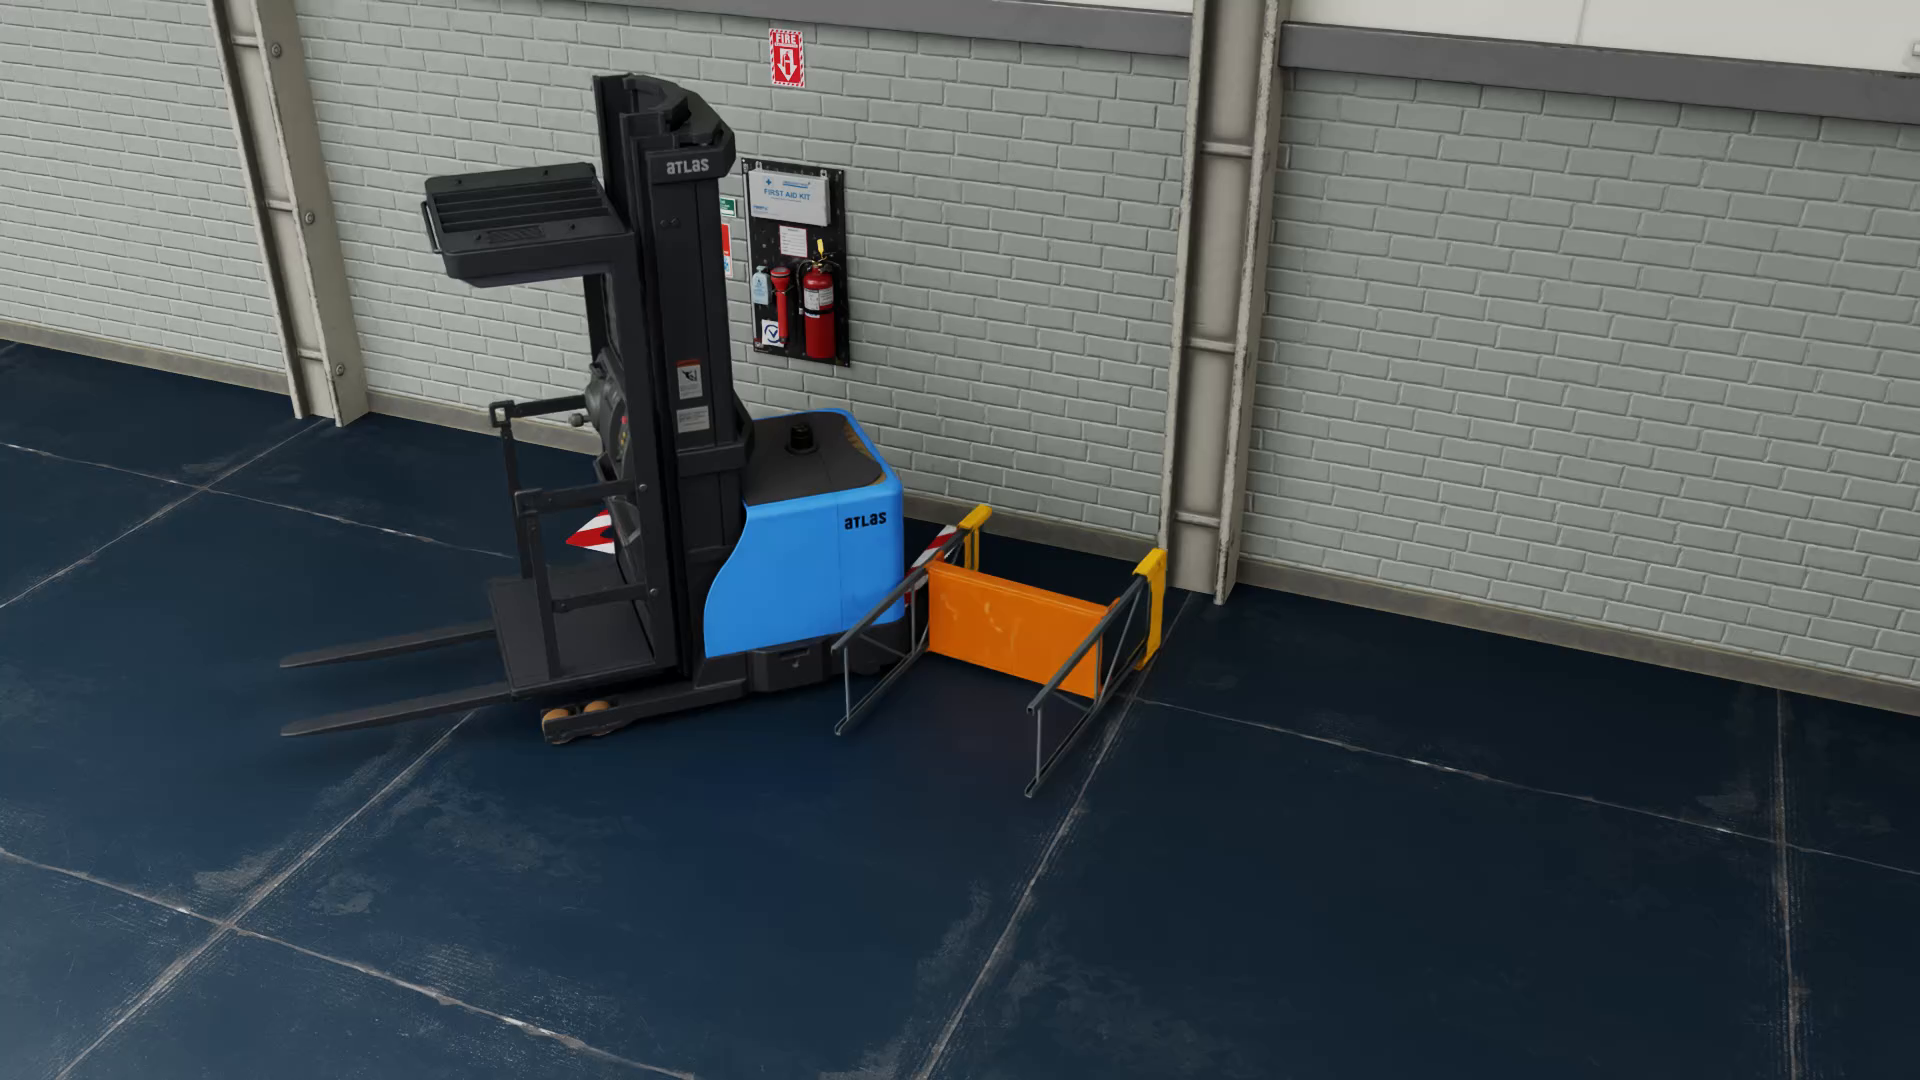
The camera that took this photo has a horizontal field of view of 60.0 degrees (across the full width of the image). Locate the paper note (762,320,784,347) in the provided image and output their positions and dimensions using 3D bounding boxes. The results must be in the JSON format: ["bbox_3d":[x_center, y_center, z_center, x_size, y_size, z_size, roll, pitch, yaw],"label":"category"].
[{"bbox_3d":[-1.097,-1.209,9.736,0.142,0.148,0.016,11,31,19],"label":"paper note"}]

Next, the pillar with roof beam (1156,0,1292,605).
[{"bbox_3d":[-0.301,-1.703,3.617,0.400,9.000,9.100,11,31,19],"label":"pillar with roof beam"}]

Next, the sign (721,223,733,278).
[{"bbox_3d":[-1.432,-1.693,9.661,0.234,0.329,0.001,11,31,19],"label":"sign"}]

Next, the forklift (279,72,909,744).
[{"bbox_3d":[-1.838,-0.588,7.812,3.031,2.935,1.130,-10,31,-17],"label":"forklift"}]

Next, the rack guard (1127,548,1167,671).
[{"bbox_3d":[0.955,0.355,8.499,0.087,0.587,0.250,15,33,24],"label":"rack guard"}]

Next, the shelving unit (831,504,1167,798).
[{"bbox_3d":[0.222,0.511,8.222,1.083,0.587,1.500,15,33,24],"label":"shelving unit"}]

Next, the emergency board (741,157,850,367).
[{"bbox_3d":[-0.958,-1.529,9.406,0.643,1.169,0.194,11,31,19],"label":"emergency board"}]

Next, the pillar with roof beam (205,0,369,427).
[{"bbox_3d":[-5.861,-2.813,5.581,0.400,9.000,9.100,11,31,19],"label":"pillar with roof beam"}]

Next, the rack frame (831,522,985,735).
[{"bbox_3d":[-0.235,0.392,8.434,0.032,0.500,1.500,15,33,24],"label":"rack frame"}]

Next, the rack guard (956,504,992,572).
[{"bbox_3d":[0.076,0.125,8.906,0.087,0.587,0.250,15,33,24],"label":"rack guard"}]

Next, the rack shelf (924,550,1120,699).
[{"bbox_3d":[0.299,0.431,8.364,1.000,0.538,0.185,15,33,24],"label":"rack shelf"}]

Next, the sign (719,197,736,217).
[{"bbox_3d":[-1.431,-1.919,9.522,0.331,0.109,0.001,11,31,19],"label":"sign"}]

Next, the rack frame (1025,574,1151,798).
[{"bbox_3d":[0.663,0.627,8.018,0.032,0.500,1.500,15,33,24],"label":"rack frame"}]

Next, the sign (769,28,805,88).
[{"bbox_3d":[-0.928,-2.585,8.919,0.199,0.298,0.001,11,31,19],"label":"sign"}]
